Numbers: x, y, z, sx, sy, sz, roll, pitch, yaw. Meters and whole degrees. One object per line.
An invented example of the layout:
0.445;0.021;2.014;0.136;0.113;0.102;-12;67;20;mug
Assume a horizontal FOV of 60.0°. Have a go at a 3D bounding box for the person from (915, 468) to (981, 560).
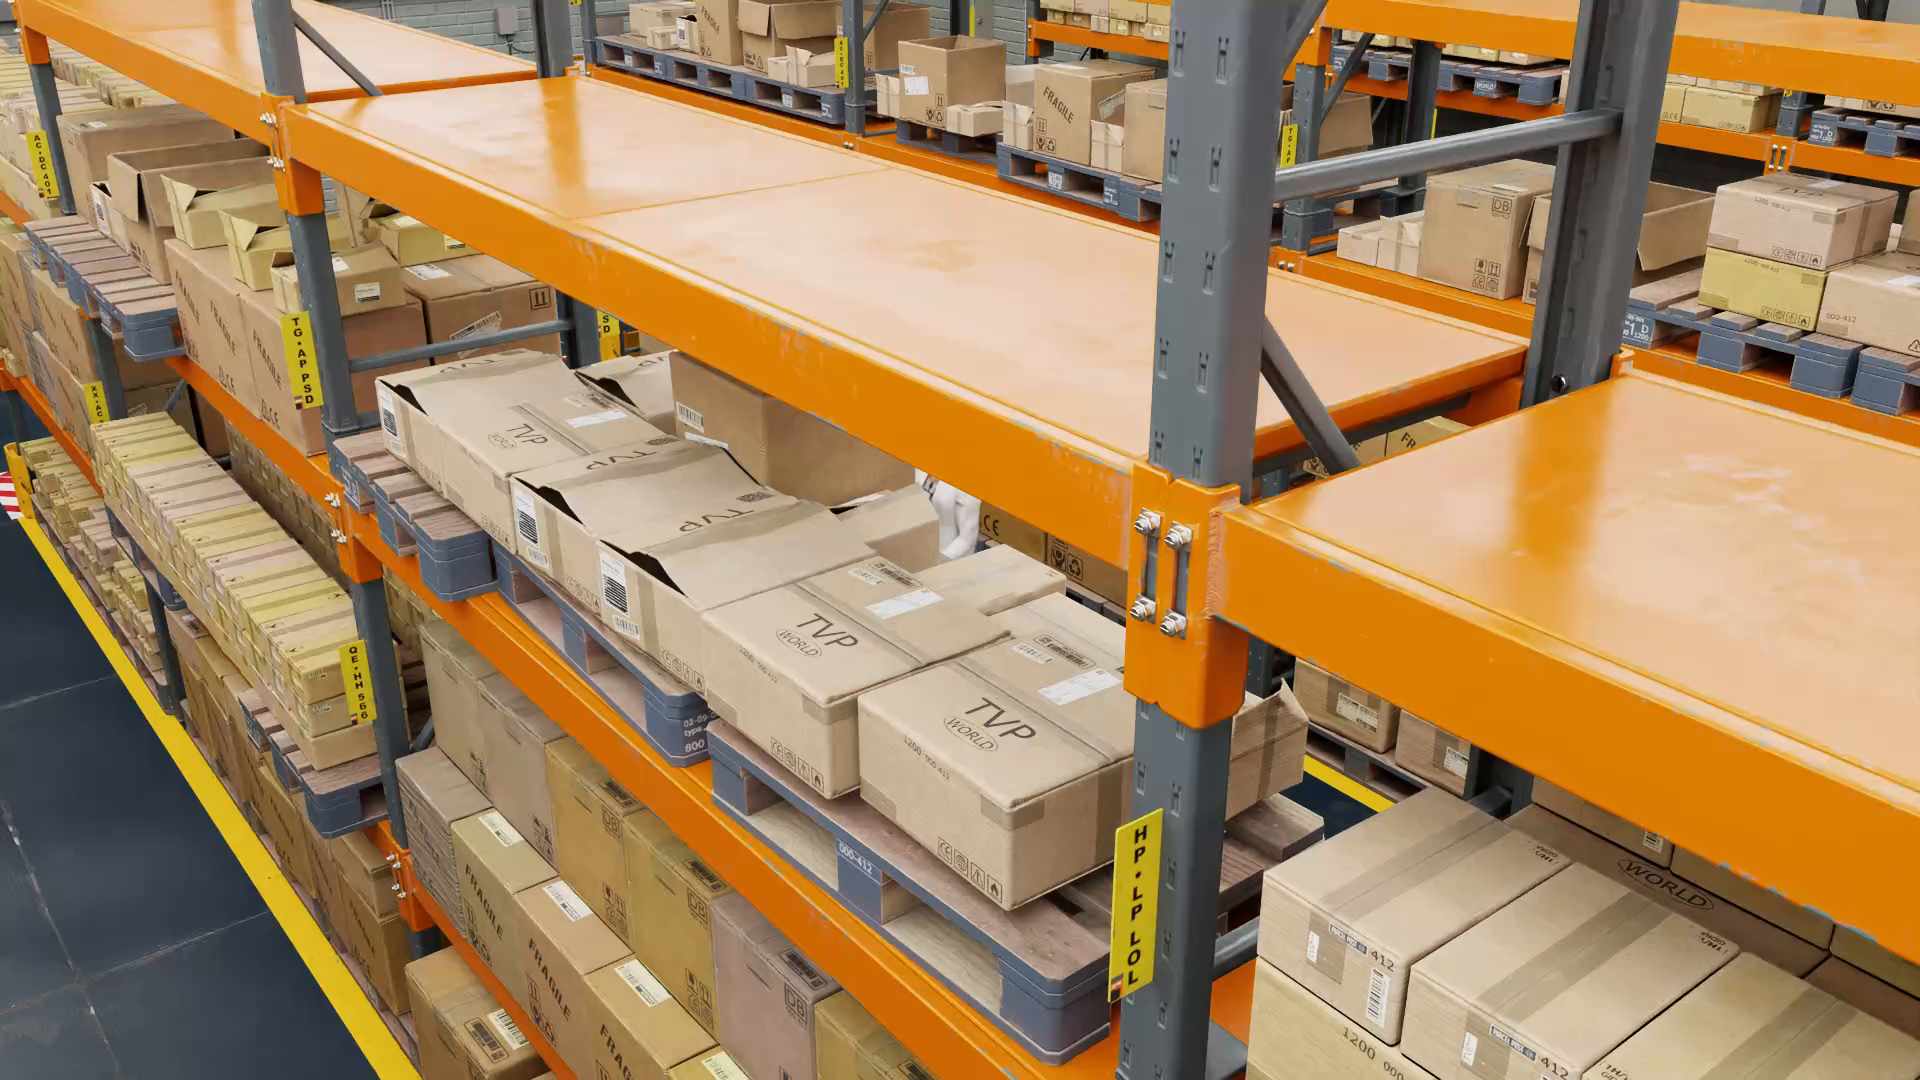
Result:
-0.155;0.180;9.554;0.467;1.782;0.575;-18;30;-35;person
